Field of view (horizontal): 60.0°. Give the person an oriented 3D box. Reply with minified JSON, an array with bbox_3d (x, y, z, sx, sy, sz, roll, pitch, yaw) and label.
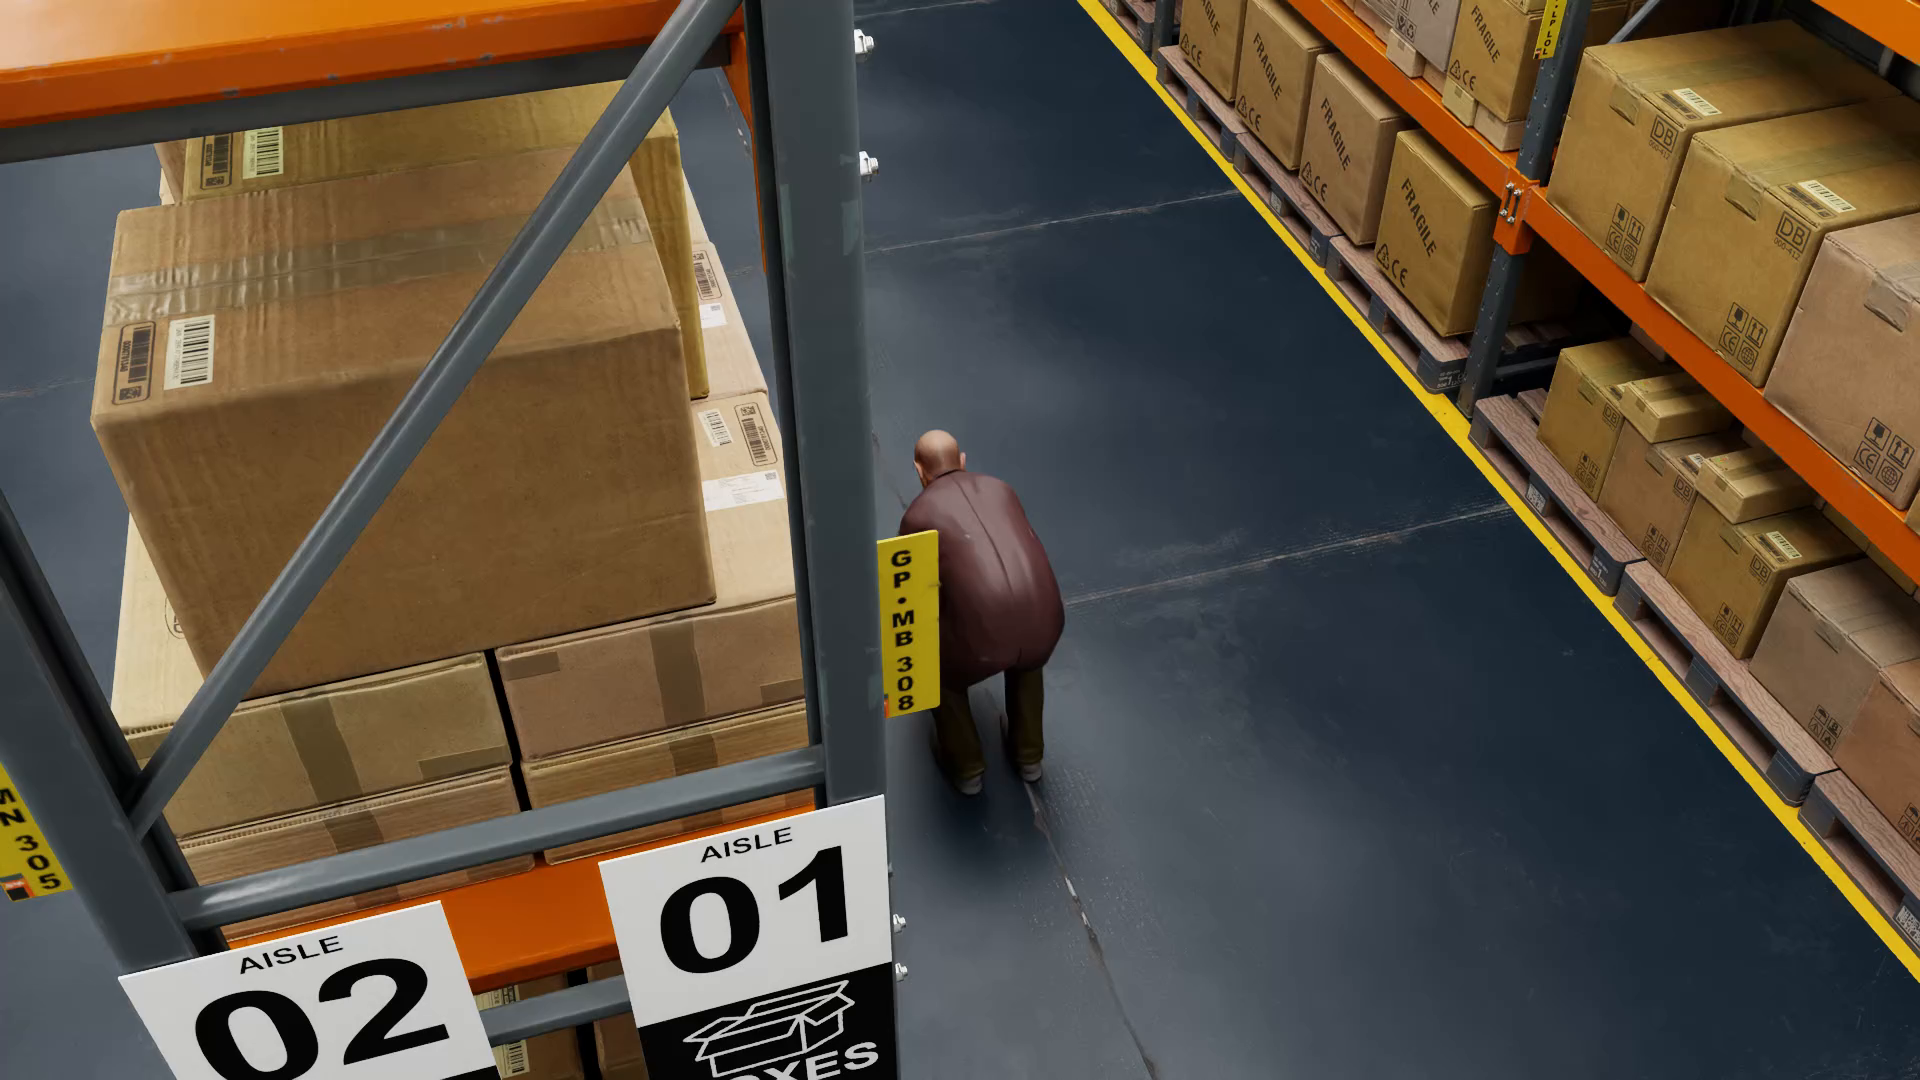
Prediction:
[{"bbox_3d":[0.053,0.285,6.282,0.579,1.205,0.928,-14,43,-15],"label":"person"}]
